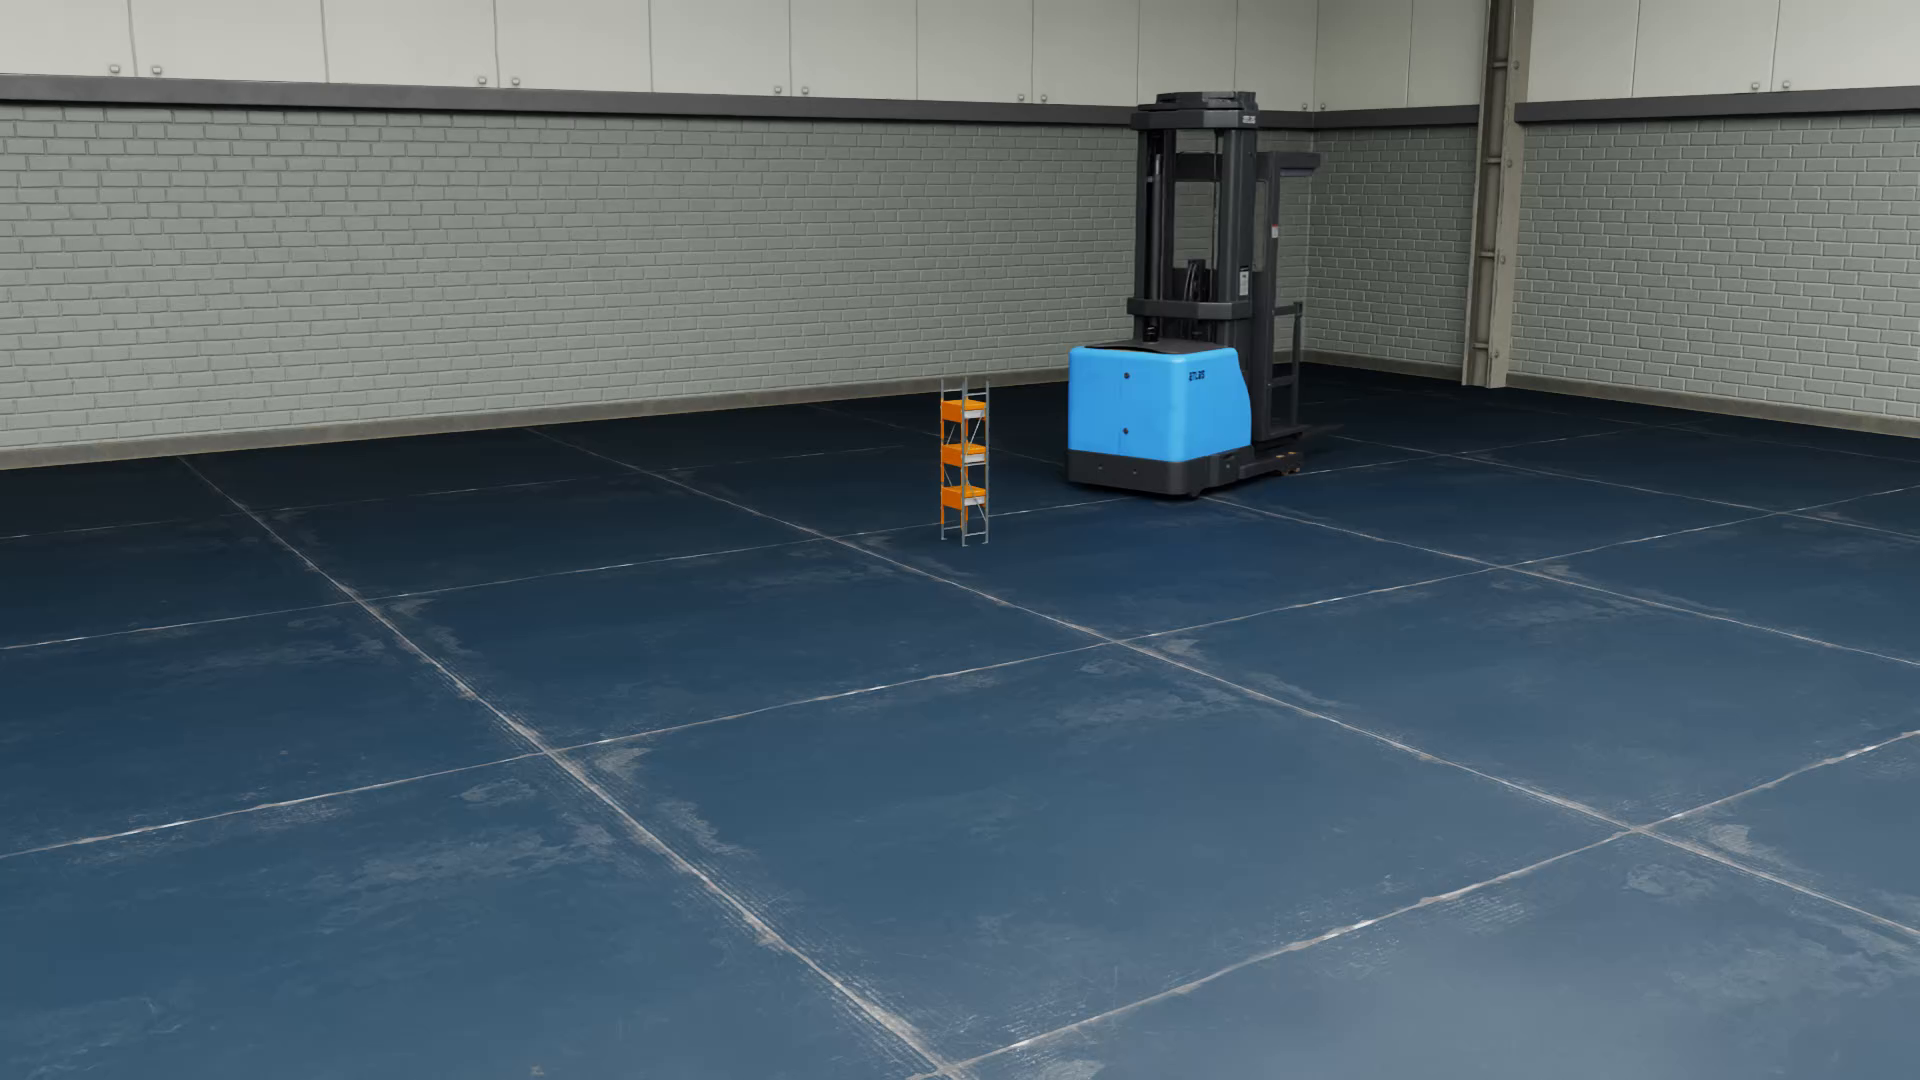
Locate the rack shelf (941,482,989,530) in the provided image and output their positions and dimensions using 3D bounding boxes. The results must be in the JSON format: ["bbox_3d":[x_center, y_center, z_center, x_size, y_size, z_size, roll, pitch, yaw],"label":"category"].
[{"bbox_3d":[0.030,-0.222,10.768,0.215,0.259,0.240,-8,15,-33],"label":"rack shelf"}]

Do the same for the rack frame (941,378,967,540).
[{"bbox_3d":[-0.038,-0.525,10.805,0.200,1.050,0.008,-8,15,-33],"label":"rack frame"}]

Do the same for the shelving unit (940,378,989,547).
[{"bbox_3d":[0.030,-0.503,10.706,0.215,1.050,0.252,-8,15,-33],"label":"shelving unit"}]

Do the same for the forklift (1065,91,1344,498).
[{"bbox_3d":[2.110,-2.001,13.150,1.130,2.935,3.031,10,16,38],"label":"forklift"}]

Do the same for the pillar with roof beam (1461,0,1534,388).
[{"bbox_3d":[2.364,-5.639,15.582,9.100,9.000,0.400,-8,15,-33],"label":"pillar with roof beam"}]

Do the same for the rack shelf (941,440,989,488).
[{"bbox_3d":[0.030,-0.493,10.708,0.215,0.259,0.240,-8,15,-33],"label":"rack shelf"}]

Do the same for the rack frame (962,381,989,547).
[{"bbox_3d":[0.097,-0.482,10.607,0.200,1.050,0.008,-8,15,-33],"label":"rack frame"}]

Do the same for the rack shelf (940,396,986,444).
[{"bbox_3d":[0.030,-0.770,10.648,0.215,0.259,0.240,-8,15,-33],"label":"rack shelf"}]
